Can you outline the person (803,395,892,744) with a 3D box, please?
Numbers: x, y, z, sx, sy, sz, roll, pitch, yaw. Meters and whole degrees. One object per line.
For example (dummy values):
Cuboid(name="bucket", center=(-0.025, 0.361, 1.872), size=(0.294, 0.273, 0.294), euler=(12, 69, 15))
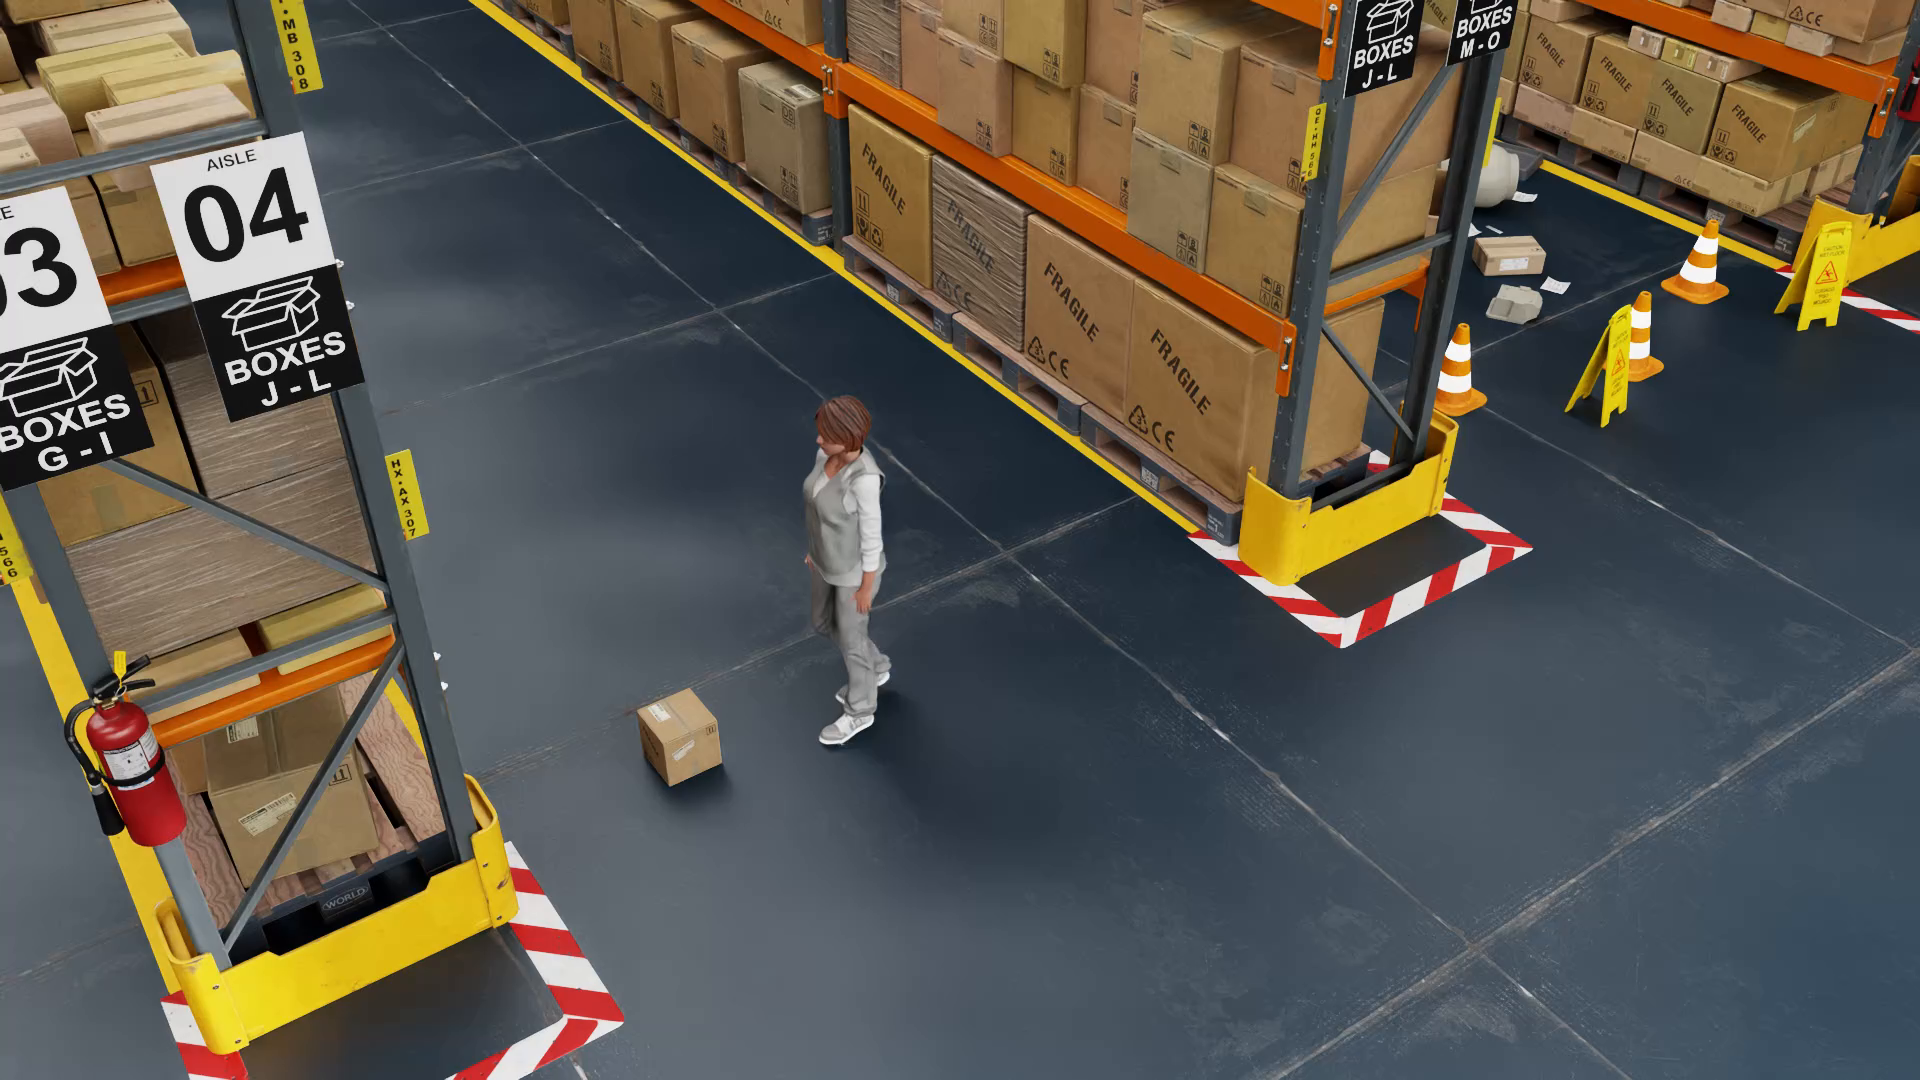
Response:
Cuboid(name="person", center=(-0.470, 0.115, 6.840), size=(0.427, 1.608, 0.429), euler=(-18, 40, -22))
